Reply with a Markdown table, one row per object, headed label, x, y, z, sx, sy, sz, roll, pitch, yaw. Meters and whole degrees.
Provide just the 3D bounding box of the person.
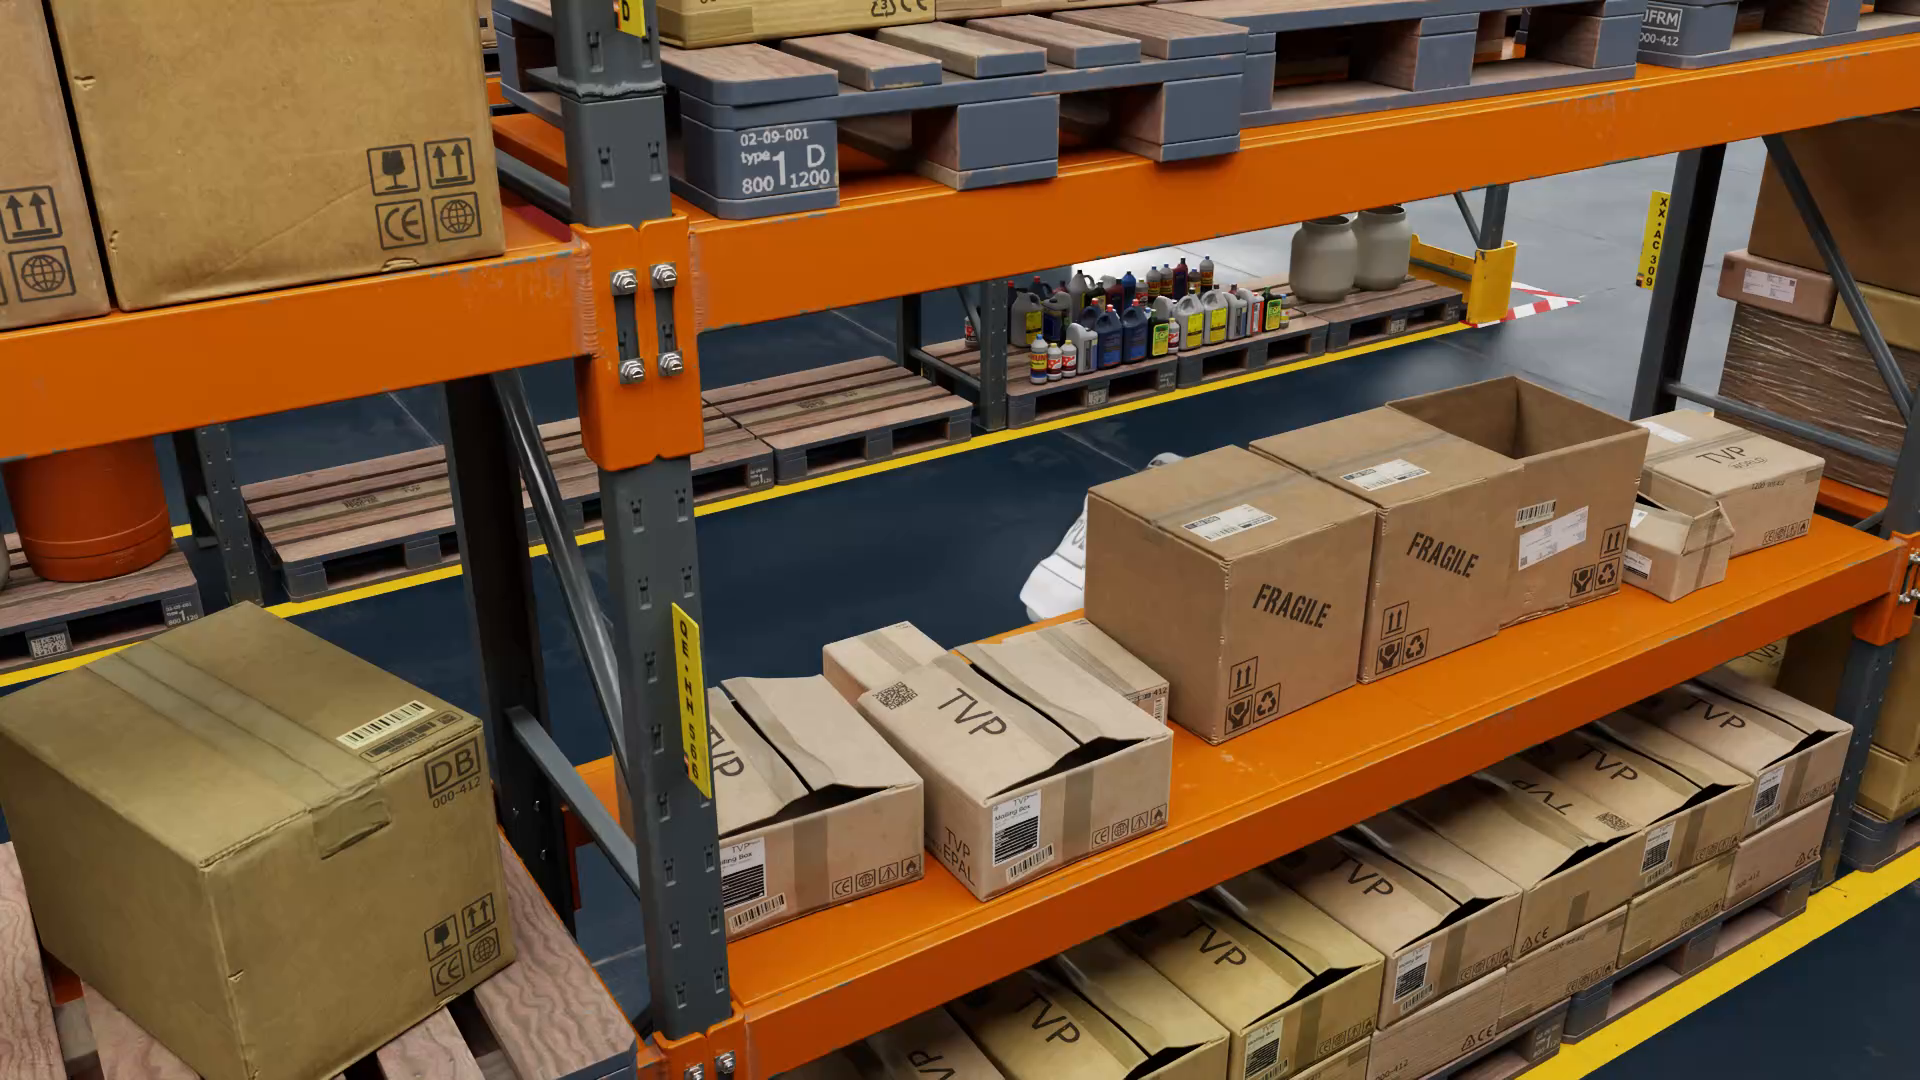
| label | x | y | z | sx | sy | sz | roll | pitch | yaw |
| --- | --- | --- | --- | --- | --- | --- | --- | --- | --- |
| person | 0.642 | 0.156 | 6.650 | 0.845 | 0.934 | 0.518 | -15 | 29 | -29 |
